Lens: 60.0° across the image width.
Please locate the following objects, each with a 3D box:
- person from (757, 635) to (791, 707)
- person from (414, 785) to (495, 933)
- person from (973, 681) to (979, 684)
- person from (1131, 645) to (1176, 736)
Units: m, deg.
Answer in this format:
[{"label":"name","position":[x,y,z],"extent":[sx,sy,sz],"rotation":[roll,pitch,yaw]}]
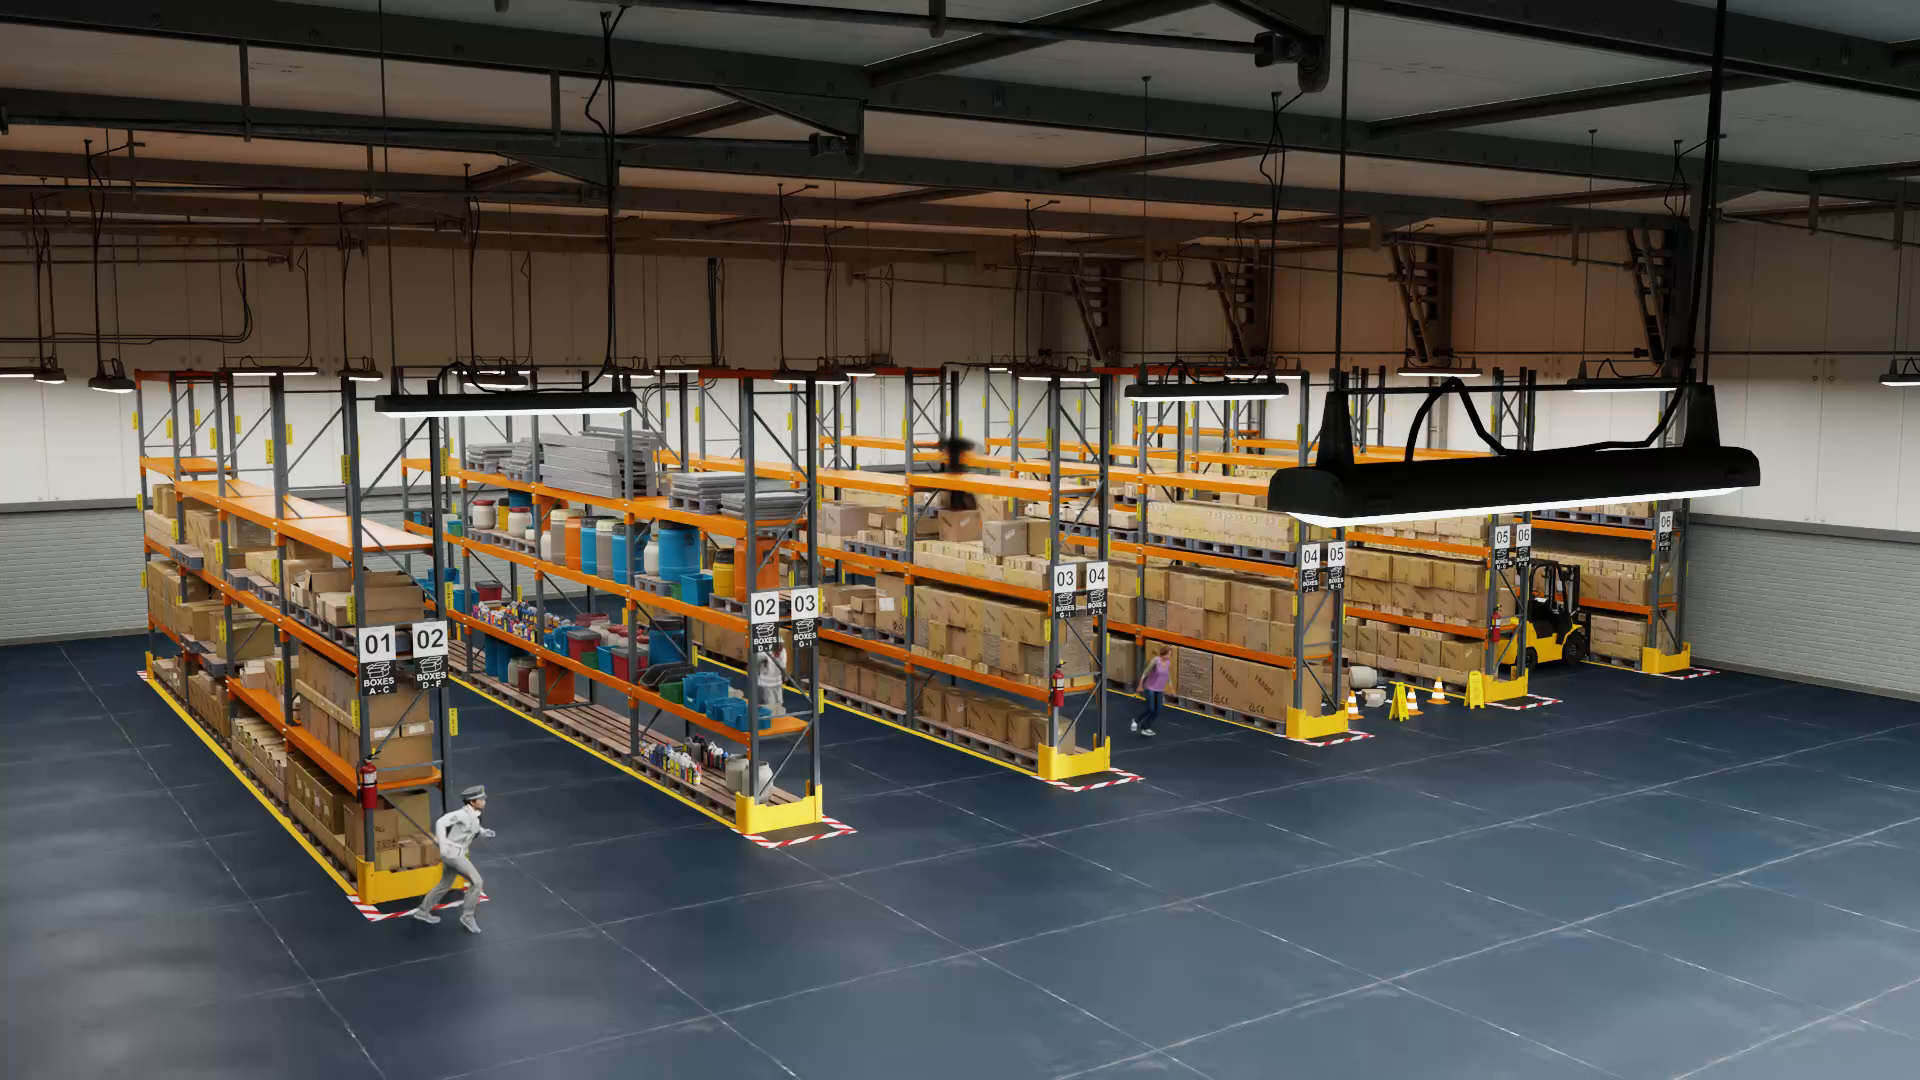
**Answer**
[{"label":"person","position":[-3.125,2.388,27.452],"extent":[0.715,1.705,0.666],"rotation":[6,8,40]},{"label":"person","position":[-5.545,3.507,18.201],"extent":[0.899,1.663,0.656],"rotation":[0,6,0]},{"label":"person","position":[0.333,1.852,31.974],"extent":[0.624,1.799,0.725],"rotation":[-6,9,-43]},{"label":"person","position":[3.187,2.474,27.439],"extent":[0.650,1.522,0.579],"rotation":[-4,8,-34]}]
